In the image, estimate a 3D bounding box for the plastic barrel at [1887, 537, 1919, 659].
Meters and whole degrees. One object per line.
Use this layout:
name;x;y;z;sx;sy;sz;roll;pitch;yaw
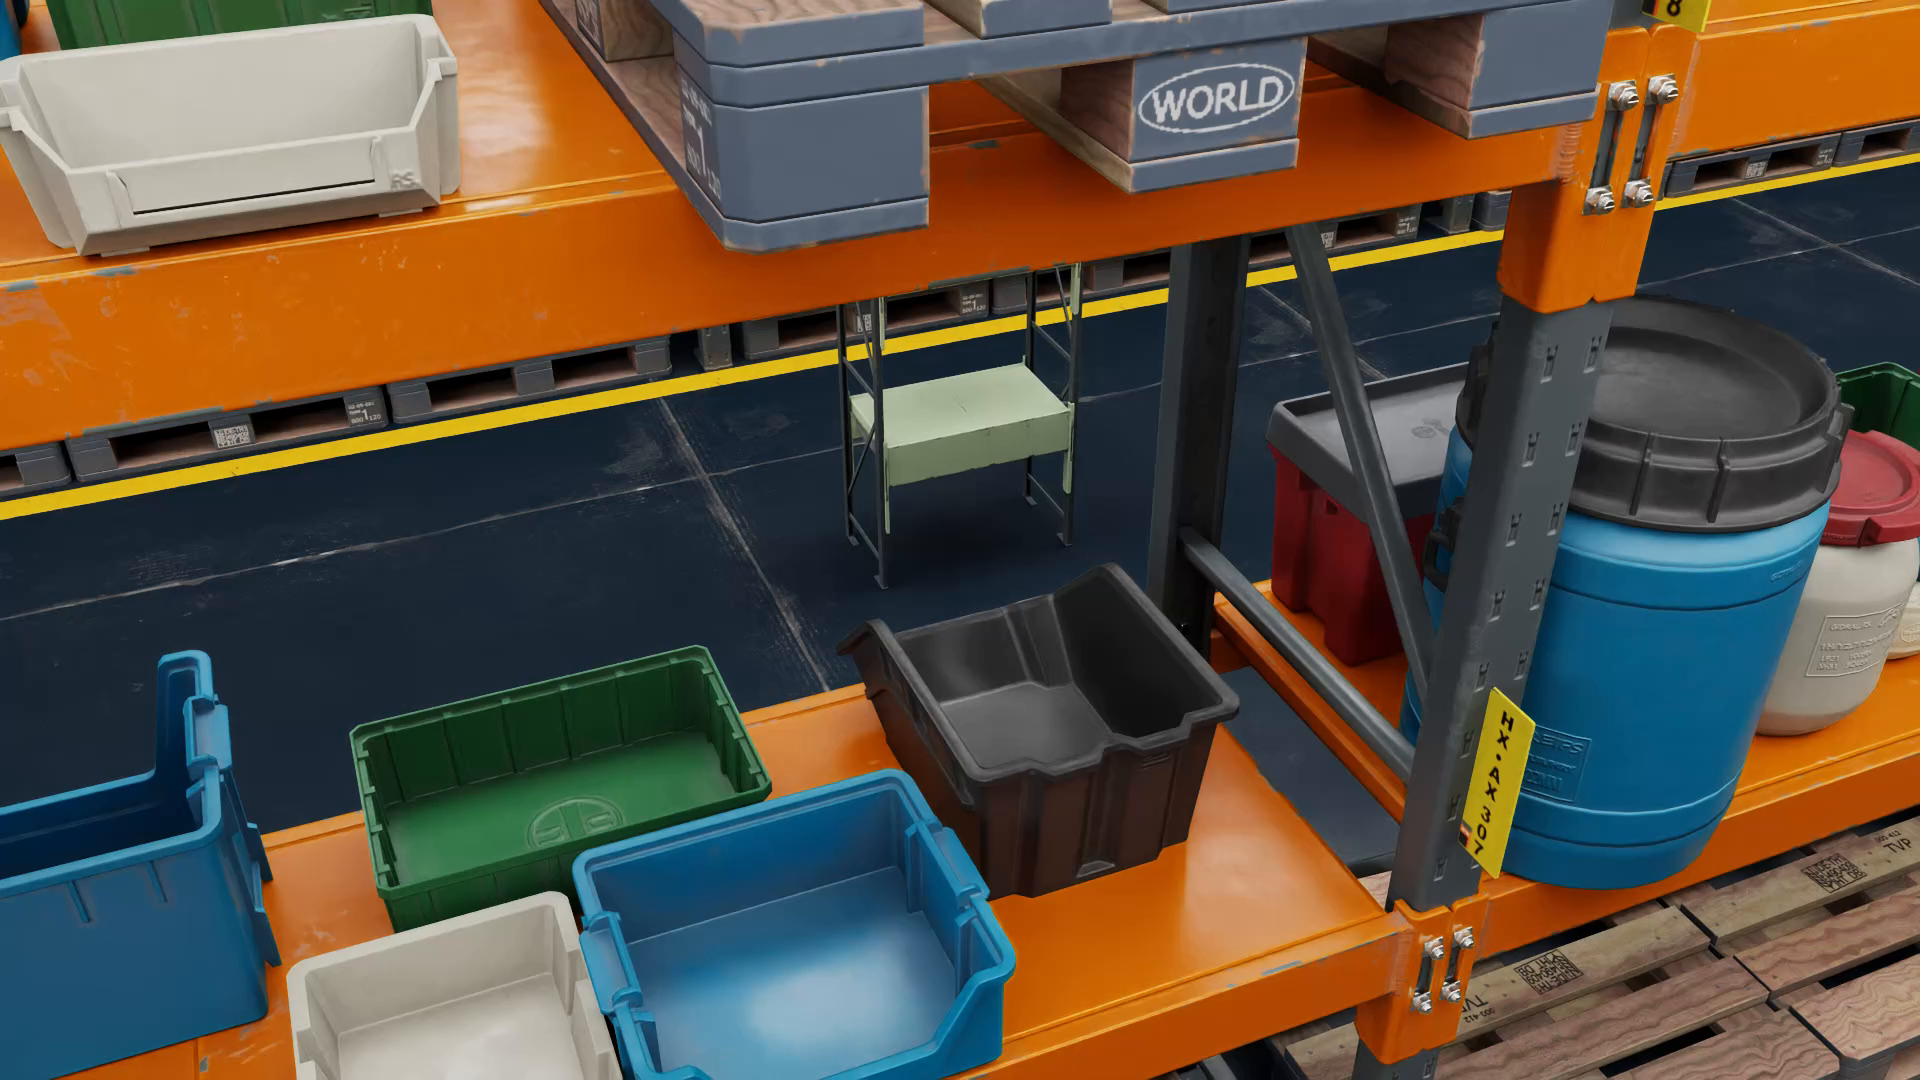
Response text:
plastic barrel;1.928;0.082;3.500;0.301;0.262;0.301;0;33;0

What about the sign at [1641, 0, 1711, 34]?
sign;0.851;-0.755;1.902;0.005;0.325;0.100;-13;35;-19

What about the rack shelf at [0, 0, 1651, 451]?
rack shelf;-1.195;-0.307;1.880;4.000;0.370;1.077;-13;35;-19

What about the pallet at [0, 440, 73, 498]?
pallet;-4.265;-0.434;6.723;1.213;0.211;1.003;-13;35;-19

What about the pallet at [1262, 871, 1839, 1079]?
pallet;1.358;1.210;4.196;1.213;0.211;1.003;-13;35;-19

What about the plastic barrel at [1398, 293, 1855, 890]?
plastic barrel;1.122;0.087;2.906;0.708;0.901;0.600;-13;35;-19

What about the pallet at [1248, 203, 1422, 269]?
pallet;1.649;-1.786;8.802;1.213;0.211;1.003;-13;35;-19

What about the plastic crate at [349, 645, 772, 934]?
plastic crate;-0.712;0.460;2.987;0.662;0.188;0.450;-13;35;-19

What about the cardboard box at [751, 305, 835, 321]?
cardboard box;-0.798;-1.249;7.555;0.500;0.250;0.500;-14;35;-20

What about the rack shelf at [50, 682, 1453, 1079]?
rack shelf;-1.195;0.951;2.698;4.000;0.370;1.077;-13;35;-19

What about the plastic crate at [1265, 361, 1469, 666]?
plastic crate;0.977;-0.056;3.527;0.583;0.464;0.402;-13;35;-19

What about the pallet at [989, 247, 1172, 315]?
pallet;0.525;-1.531;8.409;1.213;0.211;1.003;-13;35;-19

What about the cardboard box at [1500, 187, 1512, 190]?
cardboard box;2.953;-2.198;8.767;0.500;0.500;0.500;-11;35;-17

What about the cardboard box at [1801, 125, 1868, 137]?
cardboard box;4.845;-2.636;9.440;0.500;0.500;0.500;-12;35;-18

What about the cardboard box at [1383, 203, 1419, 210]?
cardboard box;2.032;-1.899;8.554;0.500;0.250;0.500;-12;35;-18

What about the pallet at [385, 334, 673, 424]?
pallet;-2.015;-0.949;7.515;1.213;0.211;1.003;-13;35;-19

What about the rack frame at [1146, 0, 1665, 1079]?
rack frame;0.649;0.227;3.151;0.127;3.000;1.000;-13;35;-19

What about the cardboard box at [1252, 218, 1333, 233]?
cardboard box;1.558;-1.788;8.384;0.500;0.250;0.500;-13;35;-19

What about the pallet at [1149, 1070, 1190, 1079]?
pallet;0.013;1.516;3.726;1.213;0.211;1.003;-13;35;-19

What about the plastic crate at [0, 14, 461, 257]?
plastic crate;-0.675;-0.378;1.572;0.396;0.136;0.243;-13;35;-19

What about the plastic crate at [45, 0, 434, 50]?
plastic crate;-0.912;-0.745;2.089;0.450;0.188;0.336;-13;35;-19

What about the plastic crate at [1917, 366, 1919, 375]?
plastic crate;2.728;-0.457;4.144;0.583;0.464;0.402;-13;35;-19

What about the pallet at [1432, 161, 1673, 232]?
pallet;3.126;-2.079;9.252;1.213;0.211;1.003;-13;35;-19

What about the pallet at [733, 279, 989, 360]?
pallet;-0.601;-1.271;8.010;1.213;0.211;1.003;-13;35;-19

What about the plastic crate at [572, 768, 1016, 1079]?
plastic crate;-0.267;0.659;2.623;0.616;0.251;0.499;-13;35;-19

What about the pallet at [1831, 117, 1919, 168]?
pallet;5.375;-2.594;10.044;1.213;0.211;1.003;-13;35;-19

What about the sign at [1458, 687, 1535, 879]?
sign;0.851;0.390;2.647;0.005;0.325;0.100;-13;35;-19

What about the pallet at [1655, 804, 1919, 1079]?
pallet;2.484;0.951;4.595;1.213;0.211;1.003;-13;35;-19

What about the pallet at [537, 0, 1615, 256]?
pallet;0.021;-0.750;2.075;1.003;0.211;1.213;-13;35;-19

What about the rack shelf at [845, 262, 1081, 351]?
rack shelf;-0.006;-0.954;5.626;0.720;0.370;0.431;-13;35;-19

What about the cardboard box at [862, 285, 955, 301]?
cardboard box;-0.326;-1.356;7.720;0.500;0.250;0.500;-12;35;-18

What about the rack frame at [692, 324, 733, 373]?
rack frame;-1.265;-2.265;6.980;0.127;3.000;1.000;-13;35;-19

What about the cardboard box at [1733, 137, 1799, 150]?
cardboard box;4.377;-2.528;9.273;0.500;0.500;0.500;-14;36;-21

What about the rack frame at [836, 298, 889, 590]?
rack frame;-0.344;-0.550;5.720;0.023;1.500;0.400;-13;35;-19

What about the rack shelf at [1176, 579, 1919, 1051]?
rack shelf;2.493;0.106;3.996;4.000;0.370;1.077;-13;35;-19

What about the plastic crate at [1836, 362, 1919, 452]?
plastic crate;2.145;-0.194;3.992;0.662;0.188;0.450;-13;35;-19

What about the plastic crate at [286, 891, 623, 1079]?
plastic crate;-0.750;0.808;2.500;0.437;0.136;0.530;-13;35;-19

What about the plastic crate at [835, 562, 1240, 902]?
plastic crate;0.117;0.299;3.096;0.504;0.338;0.767;-13;35;-19

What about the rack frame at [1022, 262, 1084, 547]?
rack frame;0.331;-0.704;5.958;0.023;1.500;0.400;-13;35;-19

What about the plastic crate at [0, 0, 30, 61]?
plastic crate;-1.398;-0.733;1.891;0.575;0.384;0.392;-13;35;-19

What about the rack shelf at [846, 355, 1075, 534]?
rack shelf;-0.006;-0.354;6.017;0.720;0.370;0.431;-13;35;-19

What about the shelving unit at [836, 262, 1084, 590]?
shelving unit;-0.006;-0.627;5.839;0.755;1.500;0.431;-13;35;-19

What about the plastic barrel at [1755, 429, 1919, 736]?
plastic barrel;1.616;0.078;3.255;0.433;0.535;0.433;0;33;0

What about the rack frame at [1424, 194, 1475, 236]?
rack frame;2.423;-3.109;8.278;0.127;3.000;1.000;-13;35;-19

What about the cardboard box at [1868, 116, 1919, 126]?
cardboard box;5.308;-2.742;9.602;0.500;0.500;0.500;-13;35;-19

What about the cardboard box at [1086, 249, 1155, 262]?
cardboard box;0.620;-1.574;8.055;0.500;0.250;0.500;-12;35;-18

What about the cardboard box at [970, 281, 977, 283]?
cardboard box;0.151;-1.467;7.890;0.500;0.250;0.500;-14;36;-20

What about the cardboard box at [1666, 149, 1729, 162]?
cardboard box;3.898;-2.415;9.100;0.500;0.500;0.500;-13;35;-20

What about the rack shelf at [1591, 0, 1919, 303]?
rack shelf;2.493;-1.151;3.178;4.000;0.370;1.077;-13;35;-19

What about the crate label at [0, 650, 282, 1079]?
crate label;-1.447;0.532;2.650;0.616;0.435;0.502;-13;35;-19

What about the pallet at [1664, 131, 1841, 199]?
pallet;4.249;-2.335;9.645;1.213;0.211;1.003;-13;35;-19

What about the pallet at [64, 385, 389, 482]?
pallet;-3.142;-0.690;7.116;1.213;0.211;1.003;-13;35;-19
